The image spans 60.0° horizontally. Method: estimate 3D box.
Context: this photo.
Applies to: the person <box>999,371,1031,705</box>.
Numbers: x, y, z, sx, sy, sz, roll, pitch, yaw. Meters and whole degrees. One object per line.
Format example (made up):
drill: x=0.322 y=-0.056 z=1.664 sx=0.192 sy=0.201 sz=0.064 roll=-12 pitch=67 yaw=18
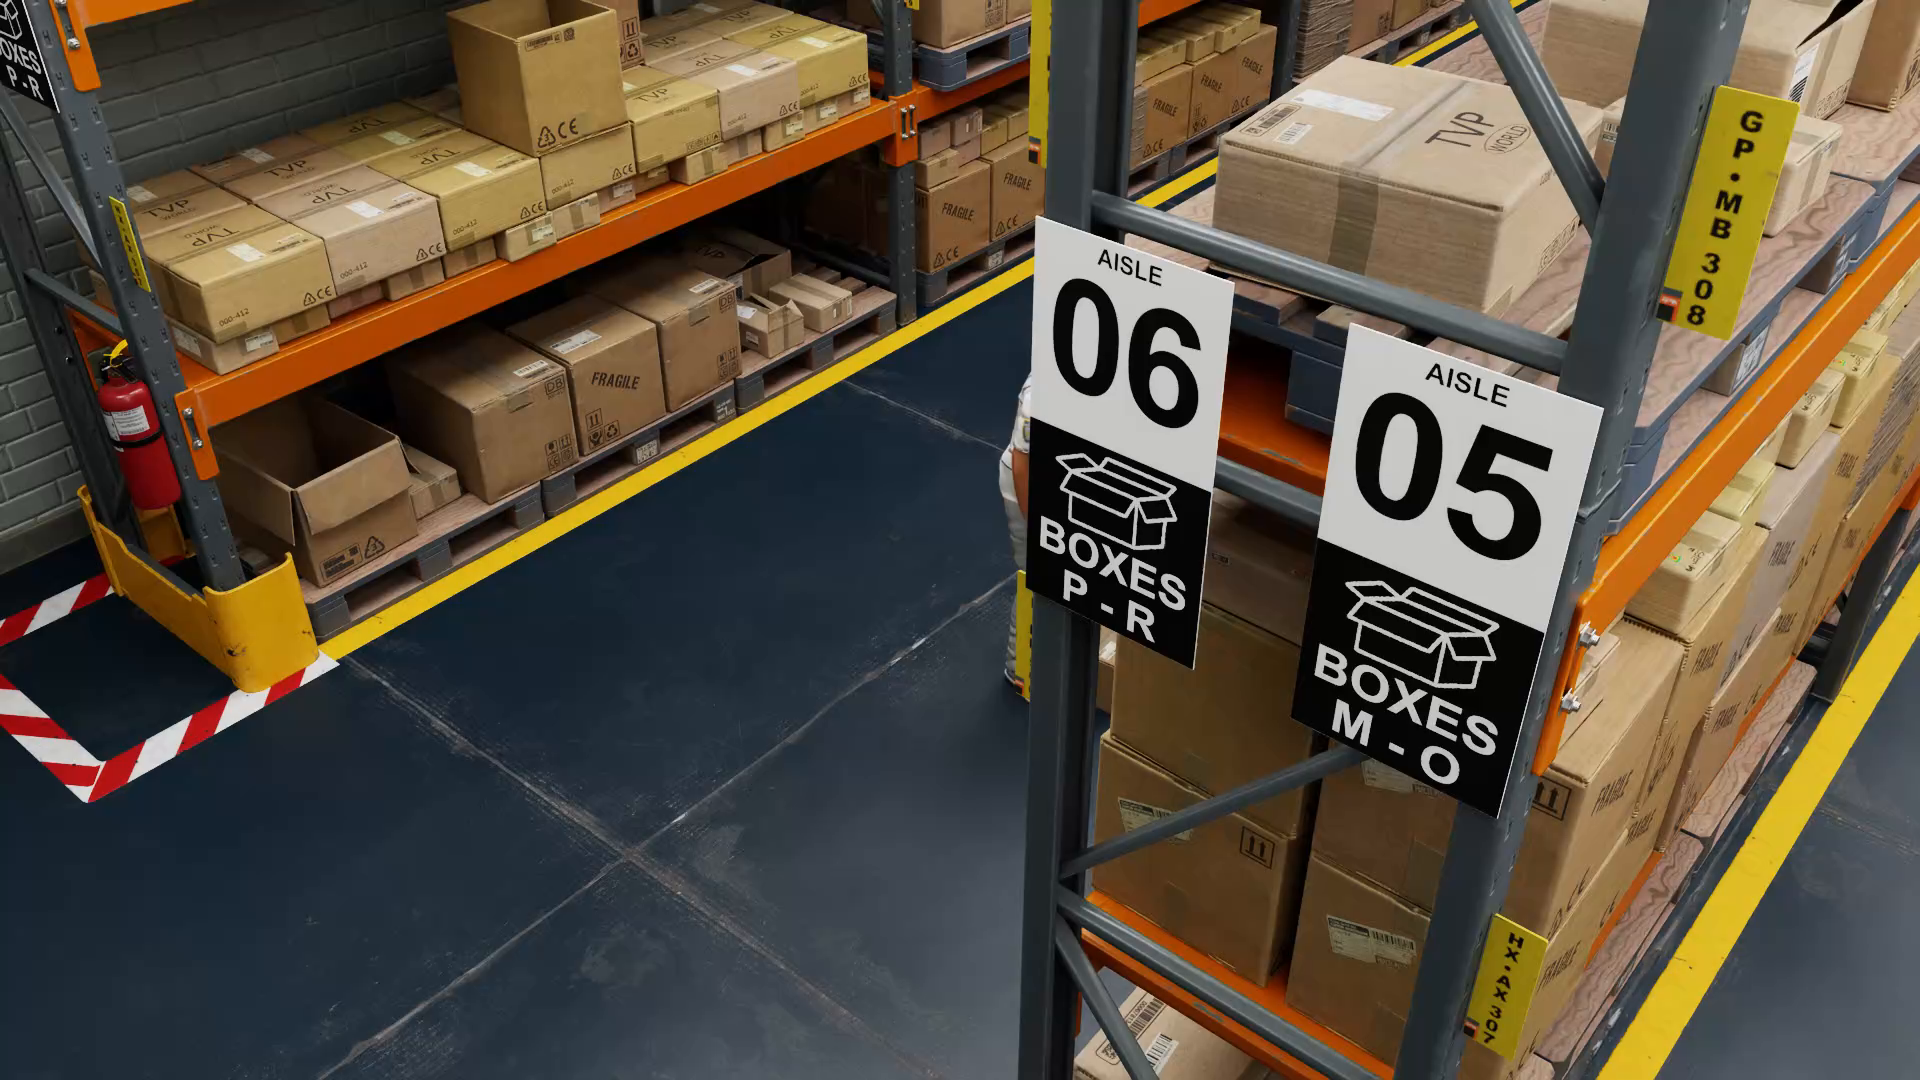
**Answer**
person: x=0.404 y=-0.161 z=6.368 sx=0.472 sy=1.666 sz=0.544 roll=25 pitch=42 yaw=31
